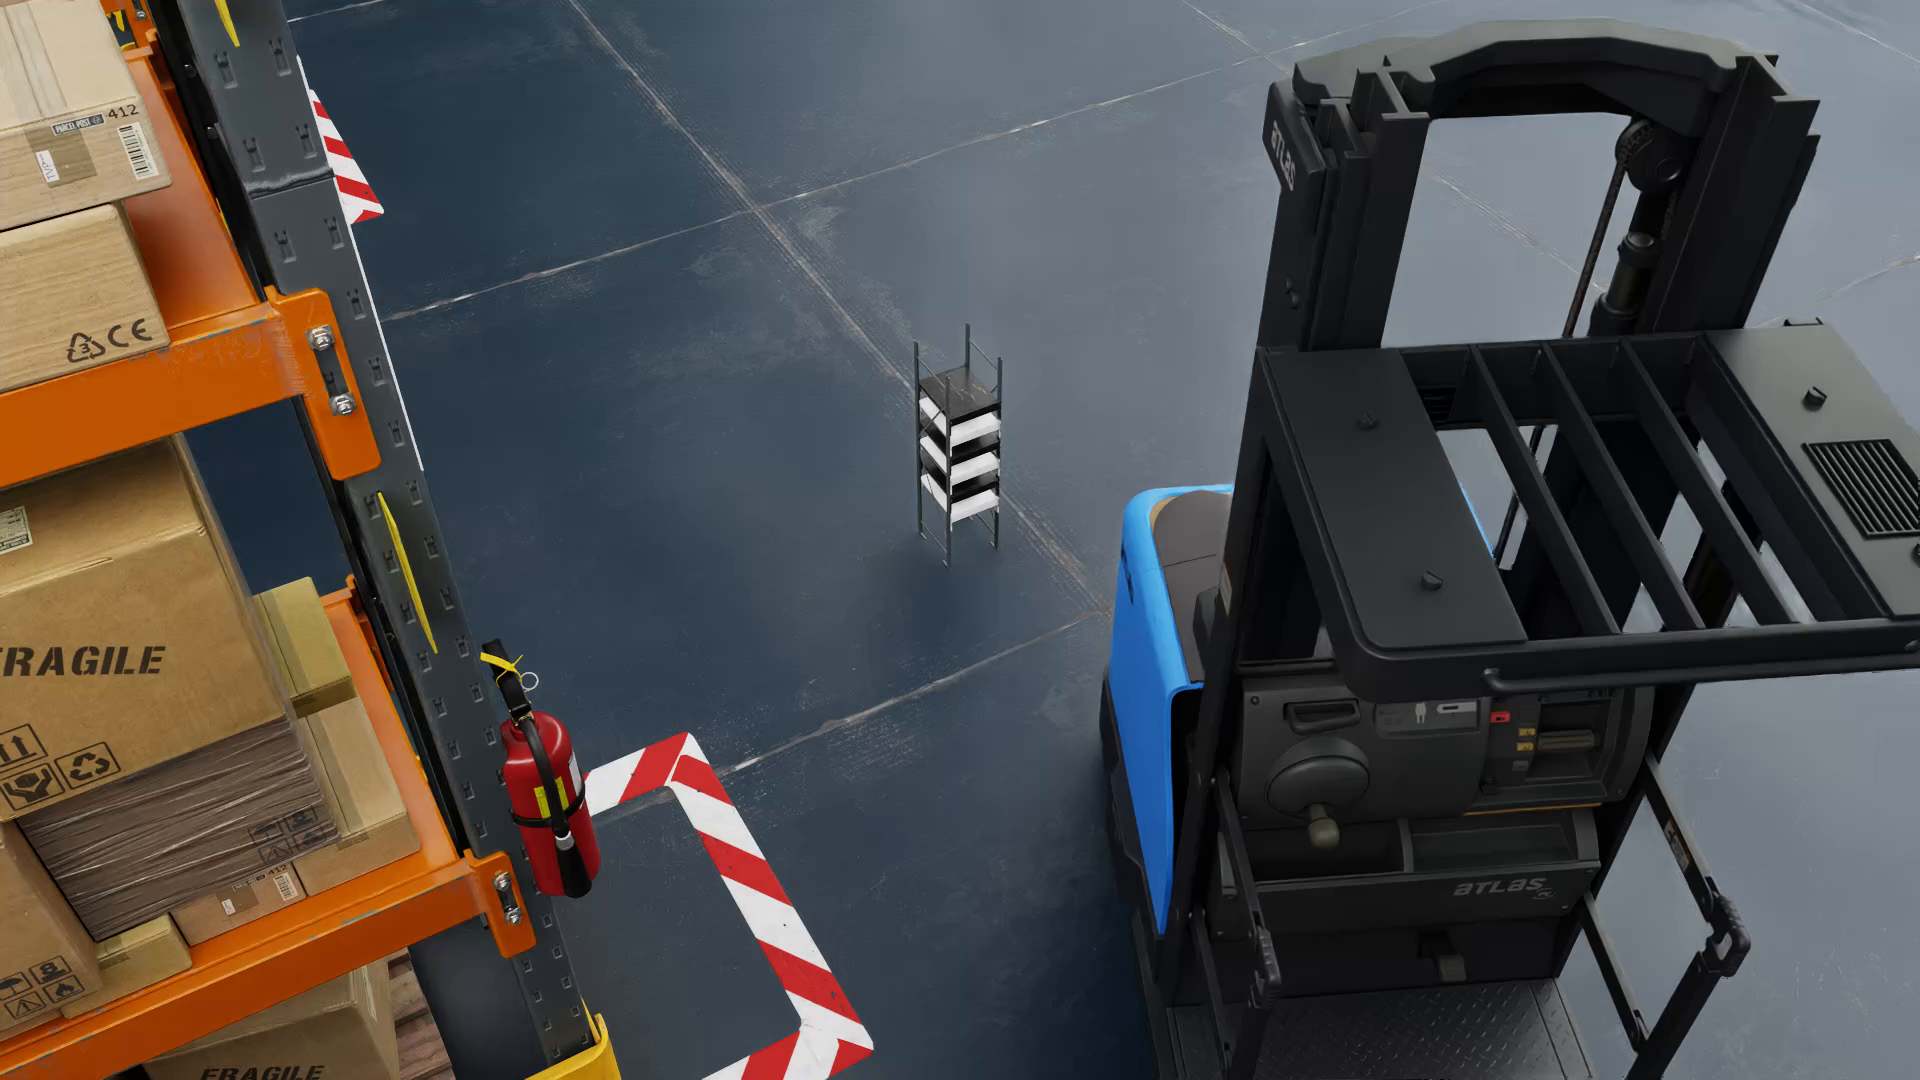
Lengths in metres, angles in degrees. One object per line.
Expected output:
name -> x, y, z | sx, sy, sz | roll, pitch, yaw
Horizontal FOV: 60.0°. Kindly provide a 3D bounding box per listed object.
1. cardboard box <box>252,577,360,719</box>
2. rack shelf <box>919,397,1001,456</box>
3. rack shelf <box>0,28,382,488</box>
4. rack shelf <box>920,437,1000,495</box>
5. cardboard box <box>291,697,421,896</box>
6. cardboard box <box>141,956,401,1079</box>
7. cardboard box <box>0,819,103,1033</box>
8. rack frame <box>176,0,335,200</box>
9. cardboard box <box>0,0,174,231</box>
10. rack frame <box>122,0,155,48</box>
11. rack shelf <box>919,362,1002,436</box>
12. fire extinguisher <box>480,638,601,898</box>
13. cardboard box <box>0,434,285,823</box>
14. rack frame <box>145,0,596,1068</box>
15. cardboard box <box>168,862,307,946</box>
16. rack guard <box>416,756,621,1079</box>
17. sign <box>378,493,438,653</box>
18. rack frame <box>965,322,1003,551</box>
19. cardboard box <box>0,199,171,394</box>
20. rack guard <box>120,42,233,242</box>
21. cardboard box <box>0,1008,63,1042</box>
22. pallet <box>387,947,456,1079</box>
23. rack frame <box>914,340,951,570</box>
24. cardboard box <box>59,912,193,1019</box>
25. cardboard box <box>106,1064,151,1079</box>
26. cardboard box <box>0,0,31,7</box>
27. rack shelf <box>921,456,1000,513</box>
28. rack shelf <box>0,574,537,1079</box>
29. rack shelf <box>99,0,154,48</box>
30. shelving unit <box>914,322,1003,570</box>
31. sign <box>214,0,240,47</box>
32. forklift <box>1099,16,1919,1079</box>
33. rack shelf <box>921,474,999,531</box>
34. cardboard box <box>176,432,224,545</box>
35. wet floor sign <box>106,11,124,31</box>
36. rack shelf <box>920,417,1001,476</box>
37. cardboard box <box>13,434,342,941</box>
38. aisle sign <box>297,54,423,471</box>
cardboard box -> -1.611, 0.295, 3.973 | 0.250, 0.149, 0.380 | -22, 48, -21
rack shelf -> -0.007, -0.425, 5.832 | 0.200, 0.077, 0.258 | -22, 48, -21
rack shelf -> -2.979, 0.125, 2.330 | 4.000, 0.370, 1.077 | -22, 48, -21
rack shelf -> -0.007, -0.296, 5.957 | 0.200, 0.077, 0.258 | -22, 48, -21
cardboard box -> -1.390, 0.563, 3.696 | 0.250, 0.149, 0.380 | -22, 48, -21
cardboard box -> -1.795, 1.203, 4.350 | 0.500, 0.500, 0.500 | -14, 46, -14
cardboard box -> -2.110, 0.527, 3.268 | 0.500, 0.500, 0.875 | -22, 48, -21
rack frame -> -1.245, -1.903, 1.750 | 0.127, 3.000, 1.000 | -22, 48, -21
cardboard box -> -1.331, -0.631, 2.414 | 0.250, 0.149, 0.380 | -22, 48, -21
rack frame -> -3.629, -2.781, 6.961 | 0.127, 3.000, 1.000 | -22, 48, -21
rack shelf -> -0.007, -0.490, 5.769 | 0.200, 0.077, 0.258 | -22, 48, -21
fire extinguisher -> -0.916, 0.516, 3.620 | 0.183, 0.674, 0.296 | -22, 48, -21
cardboard box -> -1.599, 0.088, 3.002 | 0.500, 0.500, 0.500 | -22, 48, -21
rack frame -> -1.245, 0.250, 3.839 | 0.127, 3.000, 1.000 | -22, 48, -21
cardboard box -> -1.607, 0.650, 3.607 | 0.250, 0.149, 0.380 | -22, 48, -21
rack guard -> -1.311, 1.173, 4.682 | 0.348, 0.500, 1.175 | -22, 48, -21
sign -> -0.986, 0.063, 2.973 | 0.005, 0.325, 0.100 | -22, 48, -21
rack frame -> 0.081, -0.355, 5.970 | 0.006, 0.900, 0.240 | -22, 48, -21
cardboard box -> -1.537, -0.452, 2.516 | 0.500, 0.250, 0.500 | -21, 48, -20
rack guard -> -3.608, -1.892, 7.840 | 0.348, 0.500, 1.175 | -22, 48, -21
cardboard box -> -2.022, 0.845, 3.406 | 0.250, 0.149, 0.380 | -22, 48, -21
pallet -> -2.033, 1.537, 4.514 | 1.213, 0.211, 1.003 | -22, 48, -21
rack frame -> -0.095, -0.285, 5.897 | 0.006, 0.900, 0.240 | -22, 48, -21
cardboard box -> -1.798, 0.768, 3.486 | 0.250, 0.149, 0.380 | -22, 48, -21
cardboard box -> -2.296, 1.431, 4.115 | 0.500, 0.500, 0.500 | -10, 45, -10
cardboard box -> -1.599, -0.960, 2.753 | 0.250, 0.149, 0.380 | -22, 48, -21
rack shelf -> -0.007, -0.232, 6.020 | 0.200, 0.077, 0.258 | -22, 48, -21
rack shelf -> -2.979, 1.202, 3.374 | 4.000, 0.370, 1.077 | -22, 48, -21
rack shelf -> -5.363, -1.828, 6.497 | 4.000, 0.370, 1.077 | -22, 48, -21
shelving unit -> -0.007, -0.320, 5.934 | 0.210, 0.900, 0.258 | -22, 48, -21
sign -> -0.986, -0.802, 2.133 | 0.005, 0.325, 0.100 | -22, 48, -21
forklift -> 1.106, 0.564, 3.564 | 1.130, 2.935, 3.031 | -3, 44, -4
rack shelf -> -0.007, -0.167, 6.082 | 0.200, 0.077, 0.258 | -22, 48, -21
cardboard box -> -1.858, -0.226, 3.325 | 0.500, 0.500, 0.500 | -22, 48, -21
wet floor sign -> -4.590, -3.141, 9.024 | 0.232, 0.644, 0.267 | -30, 52, -27
rack shelf -> -0.007, -0.361, 5.894 | 0.200, 0.077, 0.258 | -22, 48, -21
cardboard box -> -1.736, 0.281, 3.521 | 0.500, 0.500, 0.875 | -22, 48, -21
aisle sign -> -1.042, -0.524, 2.769 | 0.004, 0.787, 0.394 | -22, 48, -21
